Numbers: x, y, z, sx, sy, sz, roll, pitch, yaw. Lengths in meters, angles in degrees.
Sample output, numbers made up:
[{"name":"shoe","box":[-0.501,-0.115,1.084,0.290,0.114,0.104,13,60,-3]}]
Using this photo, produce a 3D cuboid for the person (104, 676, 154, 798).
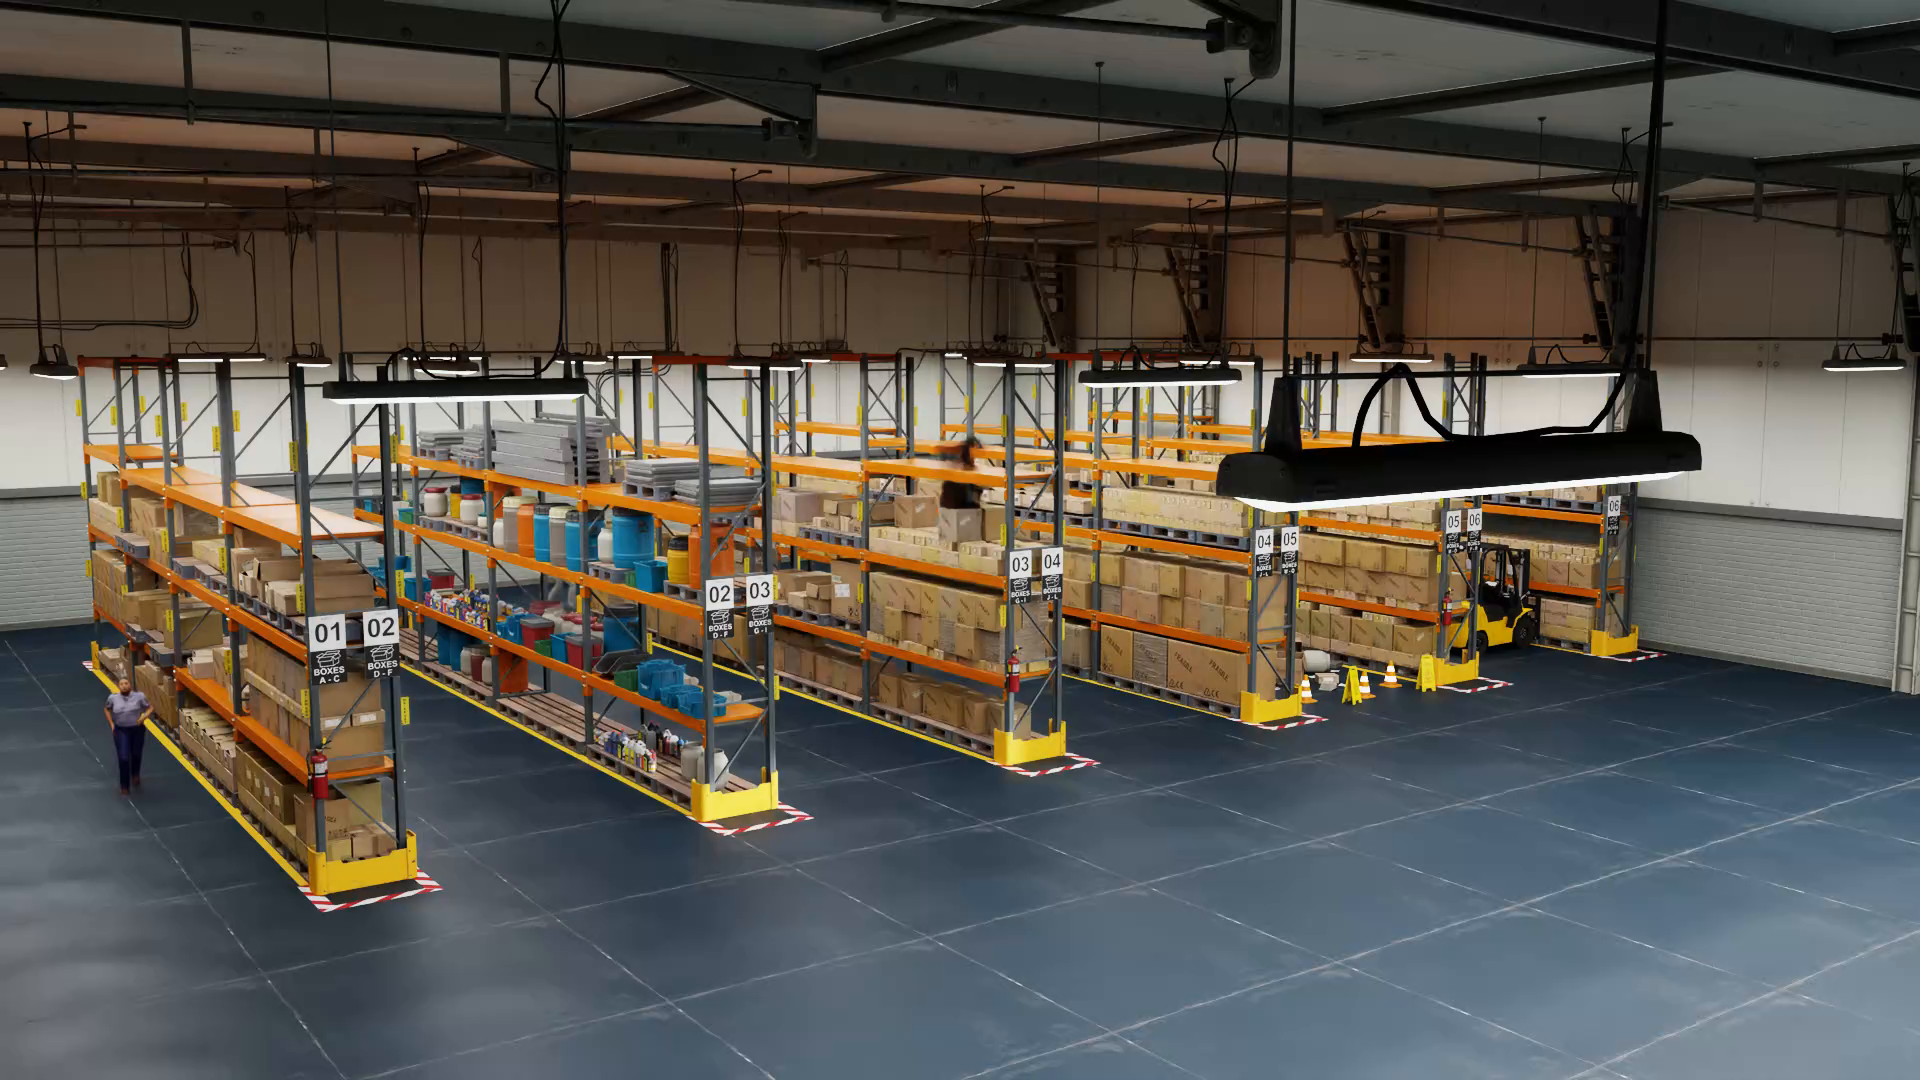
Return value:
[{"name":"person","box":[-11.603,2.725,23.261,0.612,1.715,0.721,-4,8,-28]}]

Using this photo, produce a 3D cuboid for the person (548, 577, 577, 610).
[{"name":"person","box":[-9.271,0.756,38.750,0.778,1.834,0.629,-4,8,-28]}]
